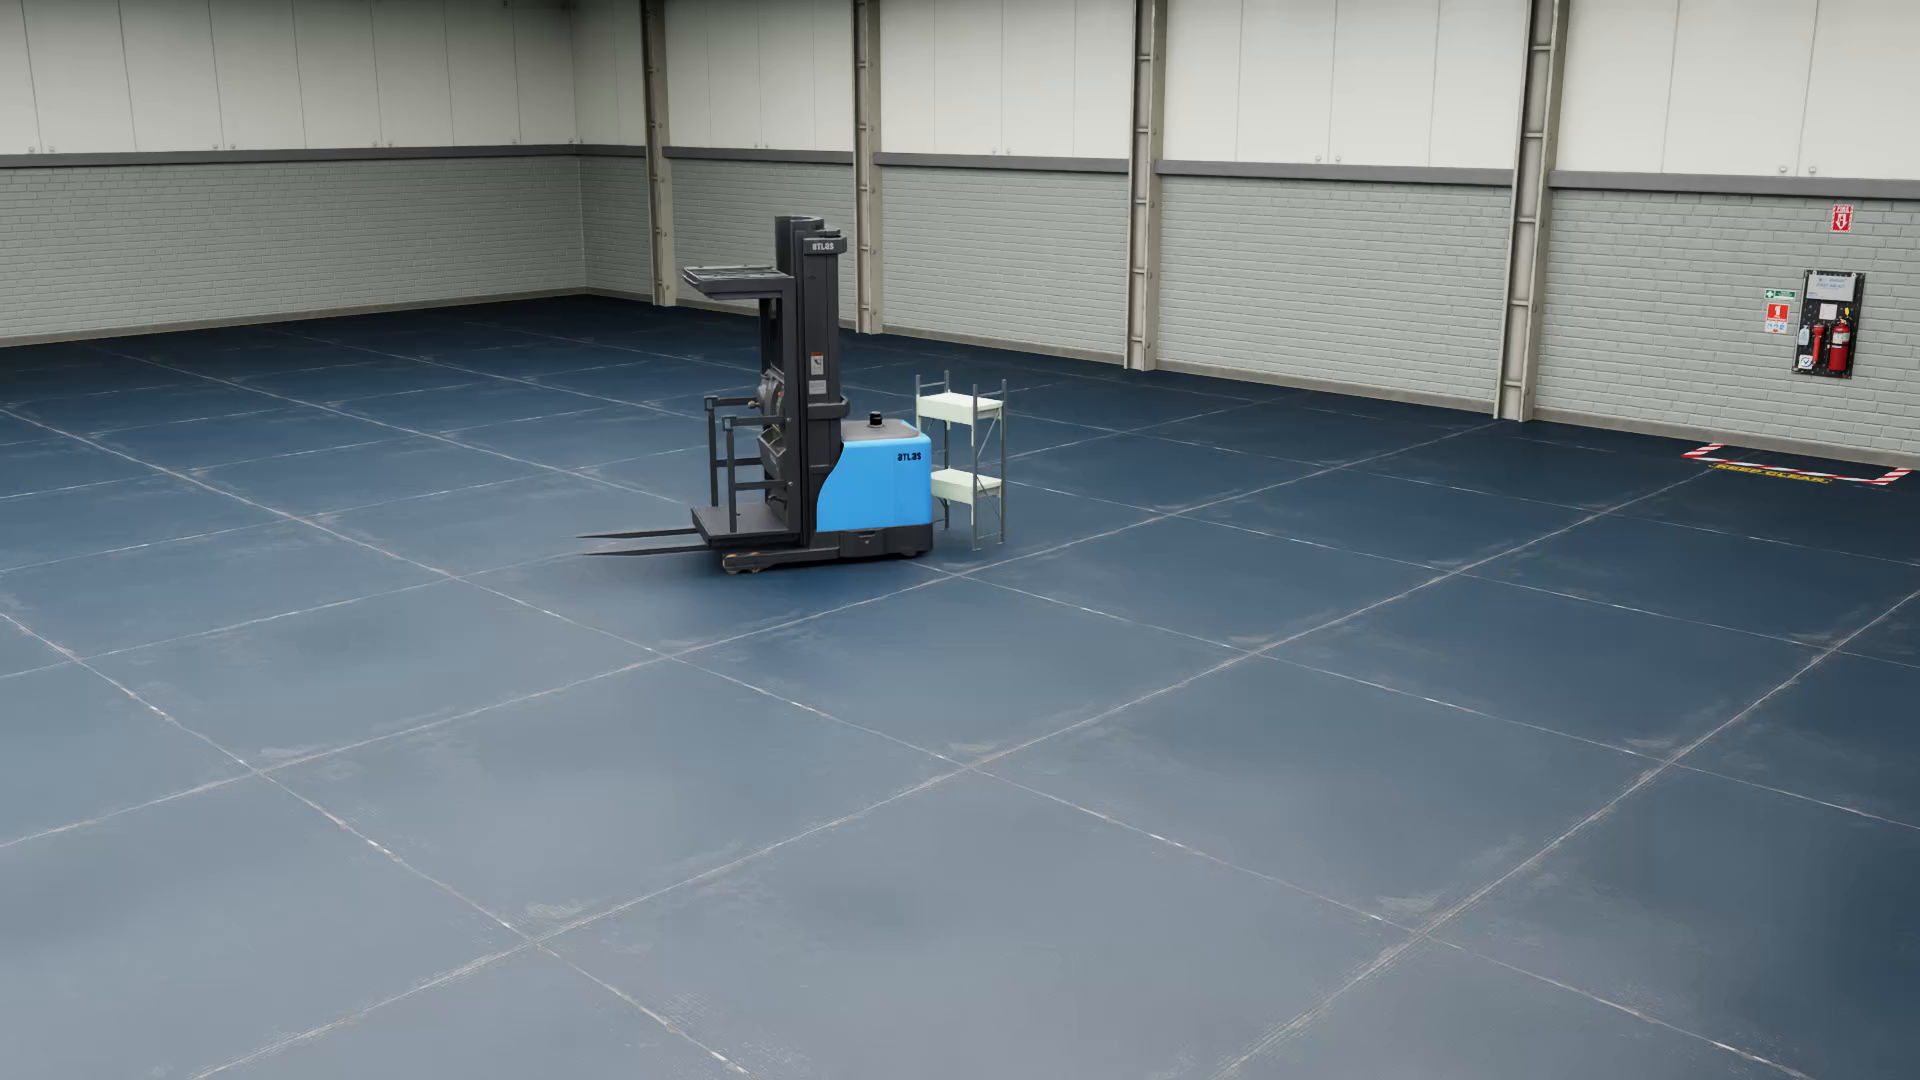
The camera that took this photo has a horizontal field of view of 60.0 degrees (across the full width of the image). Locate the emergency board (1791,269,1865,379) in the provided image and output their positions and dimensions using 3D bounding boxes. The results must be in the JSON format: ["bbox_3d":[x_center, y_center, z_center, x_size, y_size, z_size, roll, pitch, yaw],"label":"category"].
[{"bbox_3d":[9.619,-2.390,18.474,0.643,1.169,0.194,14,20,42],"label":"emergency board"}]

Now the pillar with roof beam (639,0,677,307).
[{"bbox_3d":[-8.893,-8.273,29.153,0.400,9.000,9.100,14,20,42],"label":"pillar with roof beam"}]

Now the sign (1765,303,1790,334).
[{"bbox_3d":[9.293,-2.523,18.913,0.234,0.329,0.001,14,20,42],"label":"sign"}]

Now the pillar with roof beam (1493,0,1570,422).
[{"bbox_3d":[4.064,-5.123,17.063,0.400,9.000,9.100,14,20,42],"label":"pillar with roof beam"}]

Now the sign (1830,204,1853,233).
[{"bbox_3d":[9.683,-3.532,18.257,0.199,0.298,0.001,14,20,42],"label":"sign"}]

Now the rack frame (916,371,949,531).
[{"bbox_3d":[-0.252,-0.793,15.319,0.400,1.500,0.023,-14,20,-43],"label":"rack frame"}]

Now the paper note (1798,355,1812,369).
[{"bbox_3d":[9.540,-2.007,18.753,0.142,0.148,0.016,14,20,42],"label":"paper note"}]

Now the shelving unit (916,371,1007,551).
[{"bbox_3d":[0.006,-0.728,15.068,0.431,1.500,0.755,-14,20,-43],"label":"shelving unit"}]

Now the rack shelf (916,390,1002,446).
[{"bbox_3d":[0.006,-1.105,14.969,0.431,0.370,0.720,-14,20,-43],"label":"rack shelf"}]

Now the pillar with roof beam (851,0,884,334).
[{"bbox_3d":[-4.574,-7.223,25.123,0.400,9.000,9.100,14,20,42],"label":"pillar with roof beam"}]

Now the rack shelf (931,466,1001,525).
[{"bbox_3d":[0.006,-0.412,15.150,0.431,0.370,0.720,-14,20,-43],"label":"rack shelf"}]

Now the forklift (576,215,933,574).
[{"bbox_3d":[-1.813,-1.278,14.340,3.031,2.935,1.130,-4,15,-17],"label":"forklift"}]

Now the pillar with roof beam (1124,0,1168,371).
[{"bbox_3d":[-0.255,-6.173,21.093,0.400,9.000,9.100,14,20,42],"label":"pillar with roof beam"}]

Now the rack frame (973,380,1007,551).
[{"bbox_3d":[0.263,-0.662,14.816,0.400,1.500,0.023,-14,20,-43],"label":"rack frame"}]

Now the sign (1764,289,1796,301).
[{"bbox_3d":[9.290,-2.777,18.837,0.331,0.109,0.001,14,20,42],"label":"sign"}]
